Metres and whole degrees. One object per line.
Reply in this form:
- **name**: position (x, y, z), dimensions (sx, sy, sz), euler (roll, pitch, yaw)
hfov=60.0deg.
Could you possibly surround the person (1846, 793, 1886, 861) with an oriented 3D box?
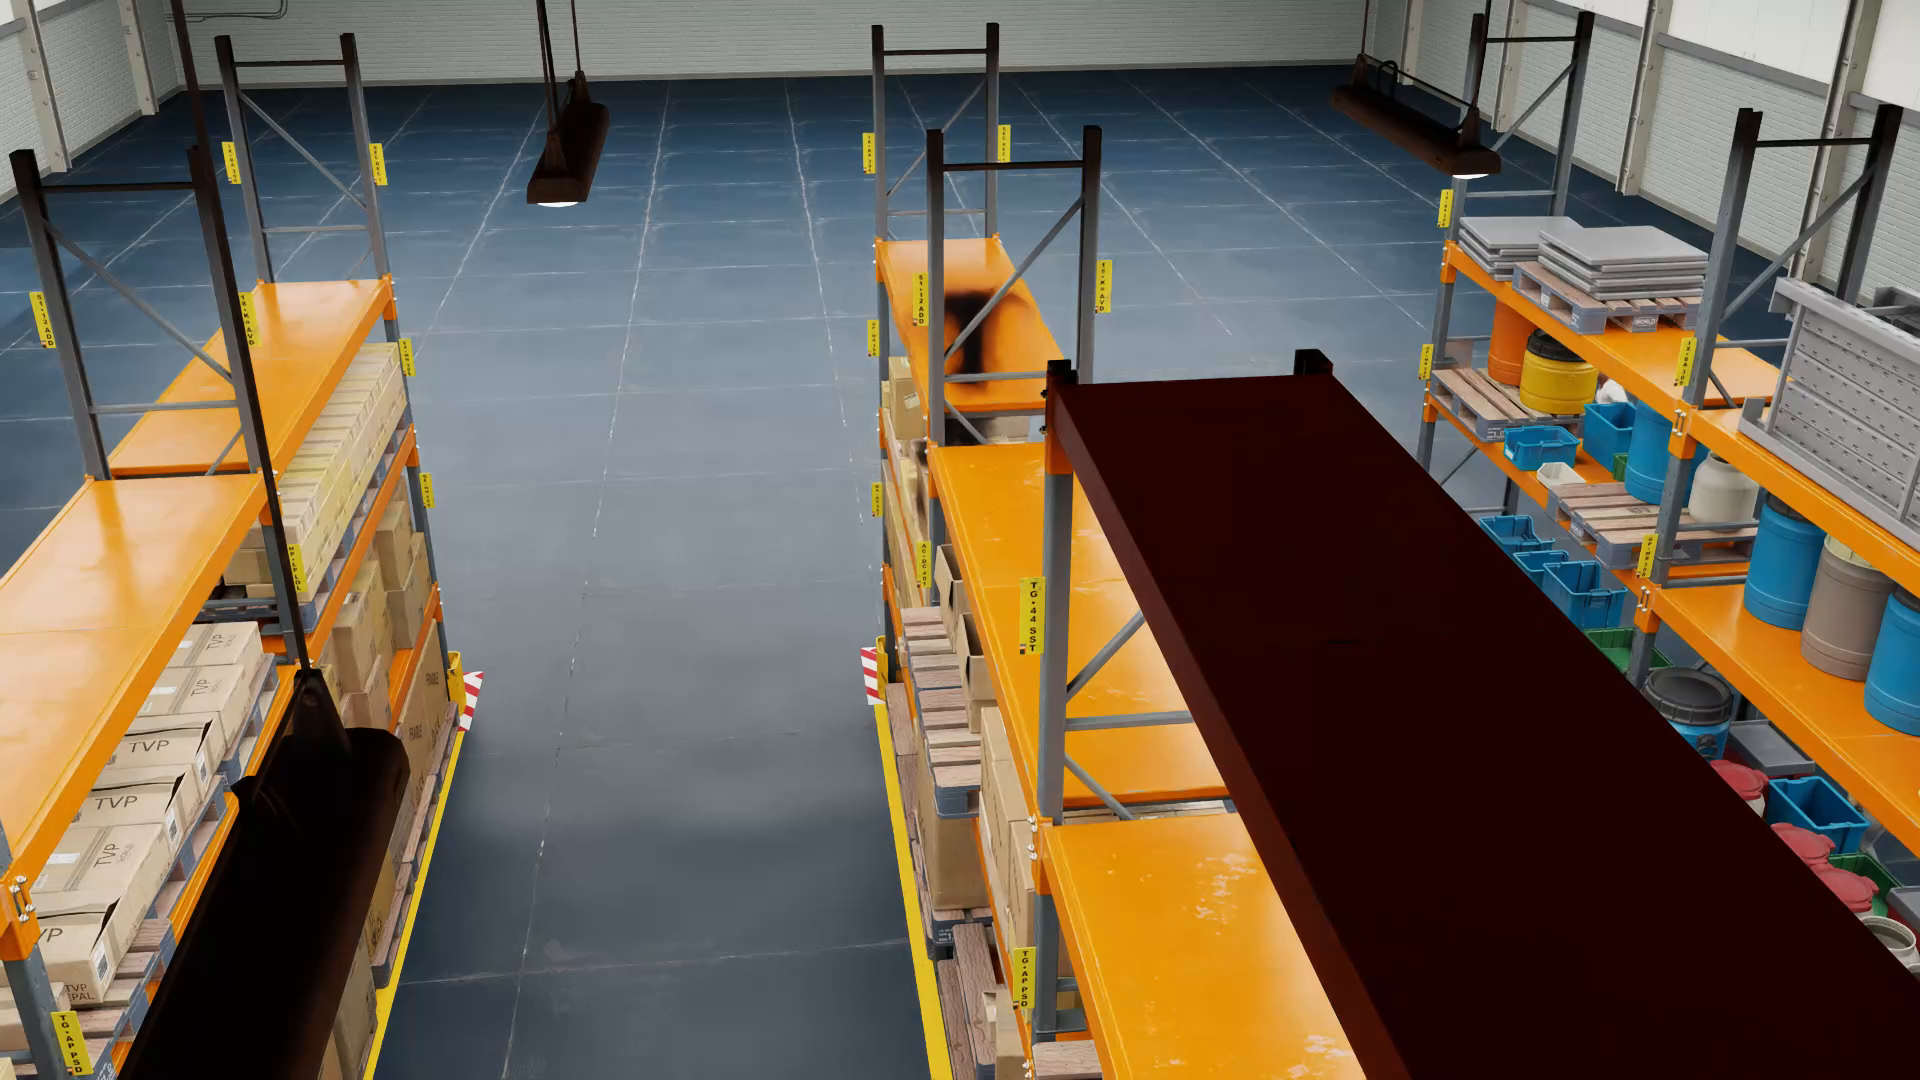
- **person**: position (6.840, 1.997, 12.490), dimensions (0.596, 1.579, 0.720), euler (-10, 27, -20)

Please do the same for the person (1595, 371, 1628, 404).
- **person**: position (7.646, -1.287, 19.294), dimensions (0.896, 1.701, 0.696), euler (10, 27, 20)
